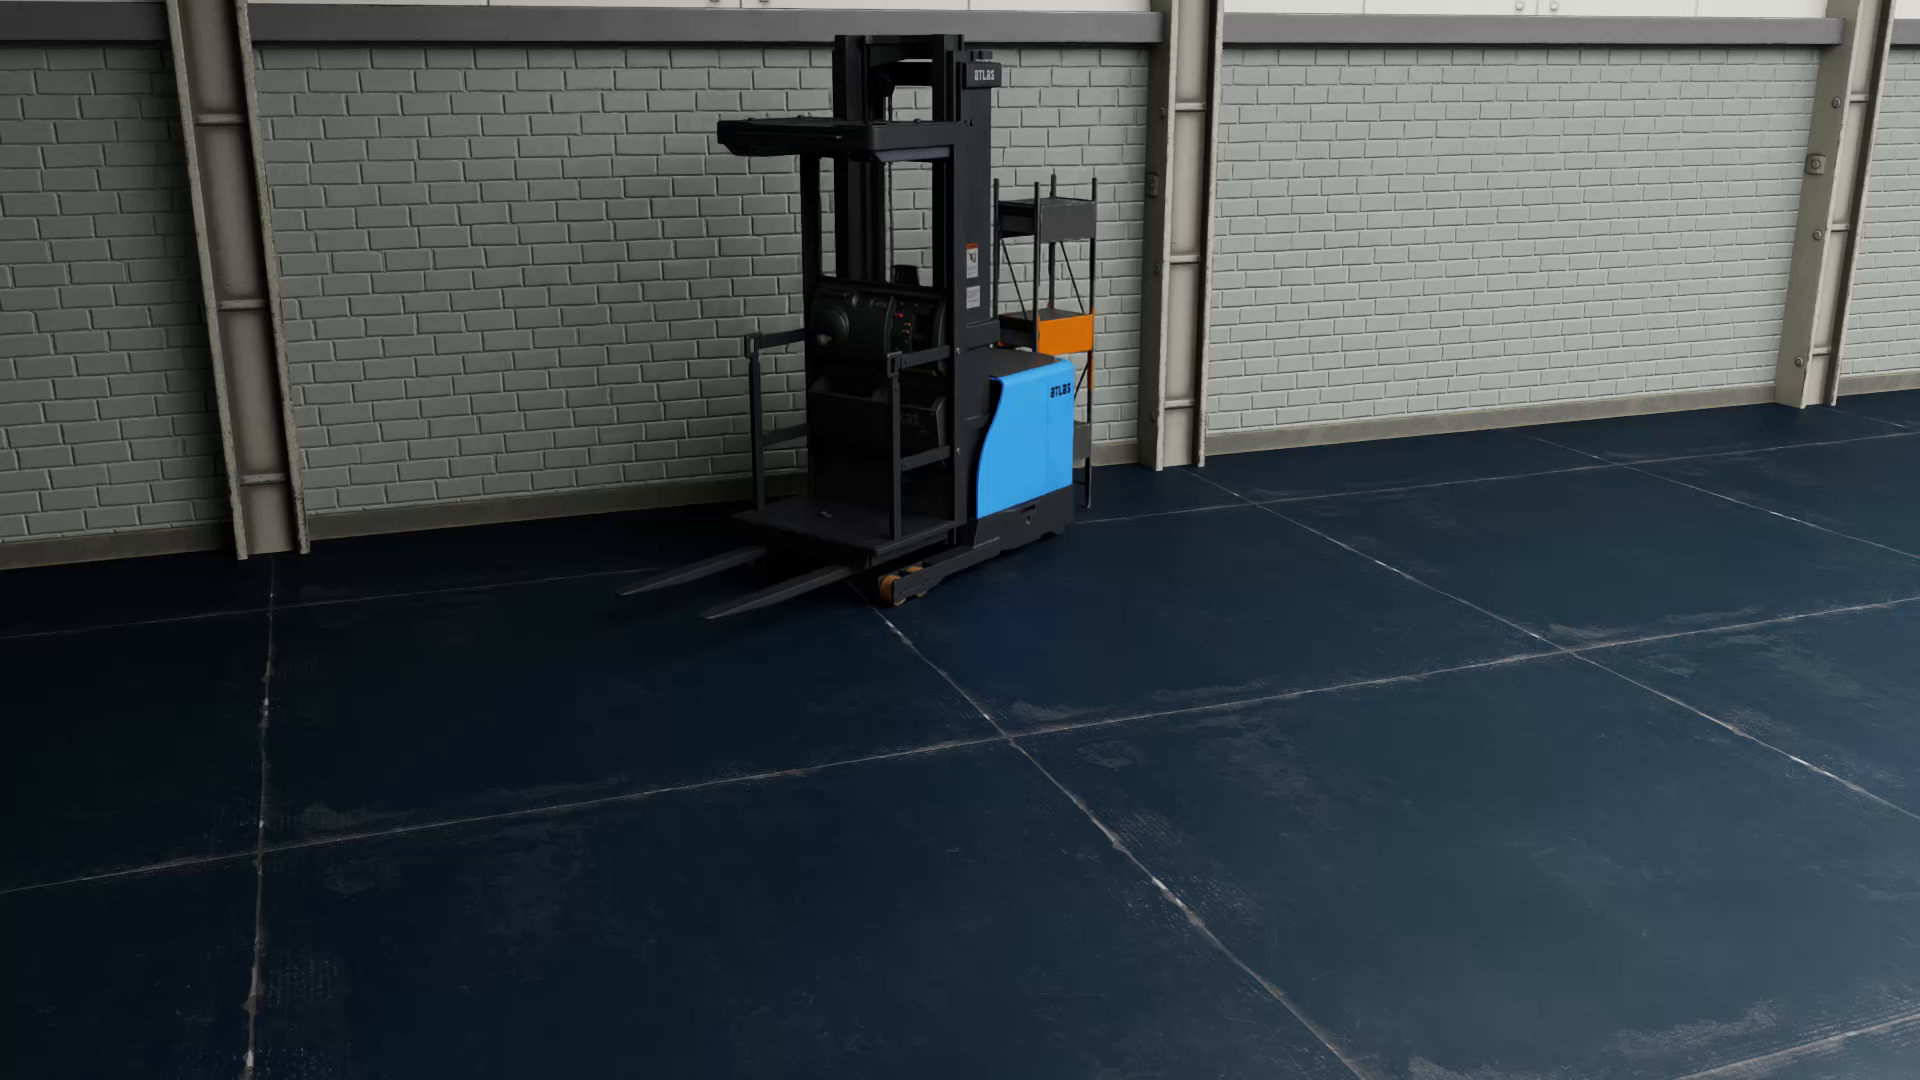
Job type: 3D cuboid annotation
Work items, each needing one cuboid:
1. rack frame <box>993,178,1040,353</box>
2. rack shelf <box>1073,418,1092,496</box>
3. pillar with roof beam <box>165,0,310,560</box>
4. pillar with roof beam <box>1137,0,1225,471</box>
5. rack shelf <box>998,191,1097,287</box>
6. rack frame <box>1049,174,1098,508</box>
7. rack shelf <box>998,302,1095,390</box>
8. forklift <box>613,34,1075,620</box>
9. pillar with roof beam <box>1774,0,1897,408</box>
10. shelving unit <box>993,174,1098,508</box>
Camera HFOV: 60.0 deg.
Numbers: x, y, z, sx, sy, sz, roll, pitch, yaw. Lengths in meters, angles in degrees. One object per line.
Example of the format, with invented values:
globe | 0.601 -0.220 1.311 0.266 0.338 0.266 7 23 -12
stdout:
rack frame | 0.342 -1.171 10.361 0.015 2.100 0.400 -14 21 -39
rack shelf | 0.527 -0.532 10.715 0.480 0.518 0.431 -14 21 -39
pillar with roof beam | -2.549 -3.130 4.784 0.400 9.000 9.100 -6 17 -20
pillar with roof beam | 3.054 -3.734 6.844 0.400 9.000 9.100 -6 17 -20
rack shelf | 0.527 -1.875 10.321 0.480 0.518 0.431 -14 21 -39
rack frame | 0.711 -1.261 10.667 0.015 2.100 0.400 -14 21 -39
rack shelf | 0.527 -1.203 10.518 0.480 0.518 0.431 -14 21 -39
forklift | -0.582 -1.210 9.018 1.130 2.935 3.031 12 20 35
pillar with roof beam | 8.657 -4.339 8.904 0.400 9.000 9.100 -6 17 -20
shelving unit | 0.527 -1.216 10.514 0.503 2.100 0.431 -14 21 -39
